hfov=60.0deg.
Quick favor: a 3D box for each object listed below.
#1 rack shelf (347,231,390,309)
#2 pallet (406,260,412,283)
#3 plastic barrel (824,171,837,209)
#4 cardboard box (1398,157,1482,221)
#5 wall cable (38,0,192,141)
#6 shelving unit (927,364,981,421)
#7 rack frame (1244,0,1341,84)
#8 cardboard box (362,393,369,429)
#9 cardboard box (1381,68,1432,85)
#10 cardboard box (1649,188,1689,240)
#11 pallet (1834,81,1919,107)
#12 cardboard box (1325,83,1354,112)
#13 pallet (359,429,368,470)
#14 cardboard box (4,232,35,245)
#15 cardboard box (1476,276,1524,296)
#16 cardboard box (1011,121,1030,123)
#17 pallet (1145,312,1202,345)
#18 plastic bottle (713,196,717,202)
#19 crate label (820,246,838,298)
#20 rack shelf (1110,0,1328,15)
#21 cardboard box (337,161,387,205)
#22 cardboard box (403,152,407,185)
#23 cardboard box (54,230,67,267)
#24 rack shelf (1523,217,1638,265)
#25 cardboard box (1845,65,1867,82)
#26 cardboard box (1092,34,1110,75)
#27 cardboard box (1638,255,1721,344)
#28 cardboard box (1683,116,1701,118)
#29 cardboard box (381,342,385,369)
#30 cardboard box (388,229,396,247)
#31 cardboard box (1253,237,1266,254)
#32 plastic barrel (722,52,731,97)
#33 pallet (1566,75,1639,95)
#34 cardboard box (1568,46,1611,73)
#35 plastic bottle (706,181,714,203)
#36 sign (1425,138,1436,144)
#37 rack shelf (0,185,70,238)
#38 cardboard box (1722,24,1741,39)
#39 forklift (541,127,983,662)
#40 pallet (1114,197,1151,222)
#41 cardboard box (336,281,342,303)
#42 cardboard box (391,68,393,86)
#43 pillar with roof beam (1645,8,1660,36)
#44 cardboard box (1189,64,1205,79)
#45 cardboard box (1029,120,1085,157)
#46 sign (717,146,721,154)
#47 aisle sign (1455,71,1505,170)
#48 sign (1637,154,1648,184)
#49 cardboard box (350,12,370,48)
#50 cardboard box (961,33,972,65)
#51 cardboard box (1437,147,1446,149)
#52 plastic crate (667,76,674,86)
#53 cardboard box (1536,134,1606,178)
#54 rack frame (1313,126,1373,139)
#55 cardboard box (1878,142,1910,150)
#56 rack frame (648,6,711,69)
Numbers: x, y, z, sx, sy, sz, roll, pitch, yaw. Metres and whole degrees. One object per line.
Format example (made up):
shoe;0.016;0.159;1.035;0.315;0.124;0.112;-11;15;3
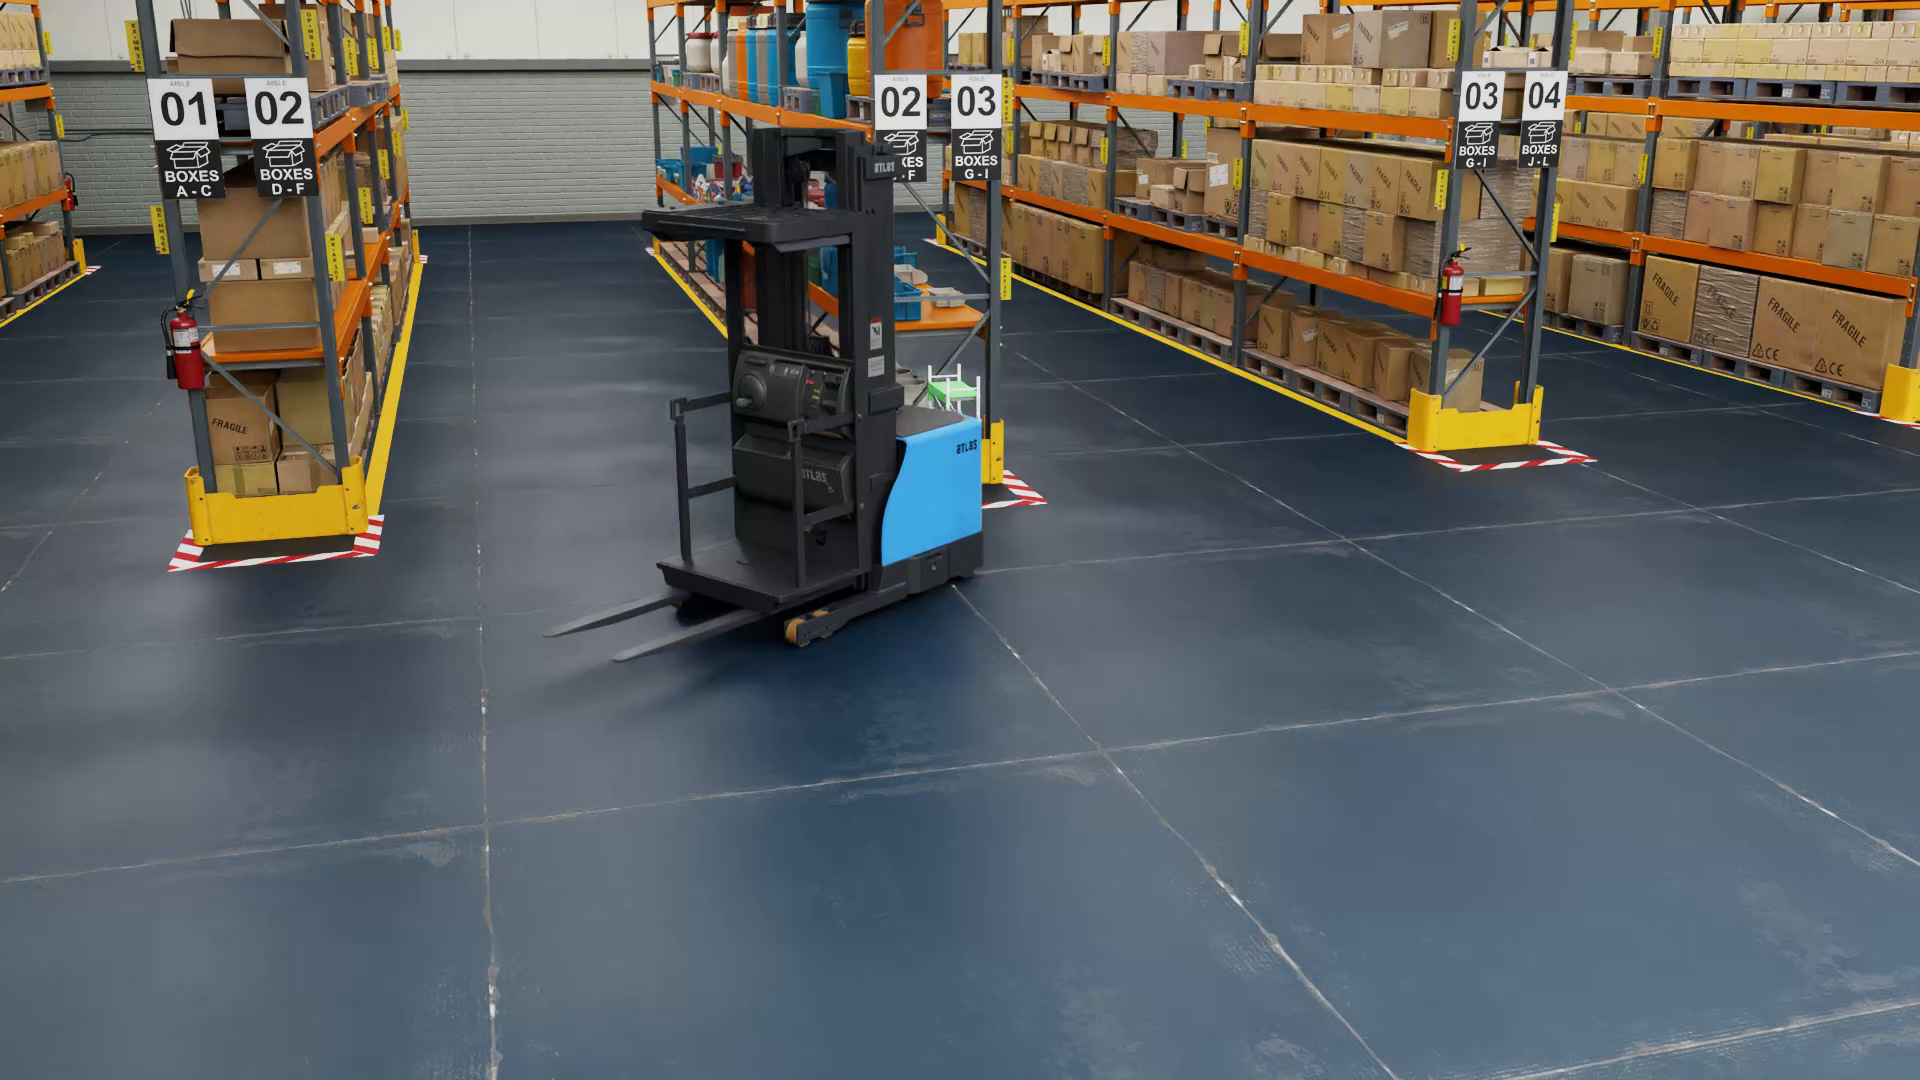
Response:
rack shelf;-6.589;-2.809;17.339;1.077;0.370;4.000;-5;17;-15
pallet;-8.765;-4.006;24.920;1.003;0.211;1.213;-5;17;-15
plastic barrel;-1.091;-3.362;17.058;0.600;0.901;0.708;-5;17;-15
cardboard box;4.197;-3.078;14.555;0.500;0.500;0.500;-5;17;-15
wall cable;-15.310;-8.506;30.023;3.097;2.526;0.112;-5;17;-15
shelving unit;-0.045;-0.620;11.932;0.258;1.200;0.503;-5;17;-15
rack frame;3.487;-6.256;17.135;1.000;3.000;0.127;-5;17;-15
cardboard box;-5.422;-1.097;14.440;0.500;0.250;0.500;-5;17;-15
cardboard box;4.030;-4.178;15.000;0.380;0.149;0.250;-4;17;-15
cardboard box;8.396;-3.717;18.852;0.875;0.550;0.550;-5;17;-15
pallet;9.169;-4.239;15.789;1.003;0.211;1.213;-5;17;-15
cardboard box;3.793;-4.173;15.677;0.500;0.250;0.500;-5;17;-16
pallet;-5.522;-0.703;13.927;1.003;0.211;1.213;-5;17;-15
cardboard box;-13.169;-4.203;23.219;0.380;0.149;0.250;-5;17;-17
cardboard box;4.737;-2.253;14.676;0.380;0.149;0.250;-5;17;-15
cardboard box;1.127;-6.458;26.678;0.500;0.500;0.500;-5;18;-17
pallet;2.932;-2.600;20.241;1.003;0.211;1.213;-5;17;-15
plastic bottle;-3.161;-4.366;21.618;0.097;0.201;0.097;0;17;0
crate label;-0.942;-2.389;14.630;0.502;0.435;0.616;-5;17;-15
rack shelf;2.937;-6.273;19.138;1.077;0.370;4.000;-5;17;-15
cardboard box;-7.488;-4.389;20.446;0.700;0.500;0.500;-1;17;-5
cardboard box;-8.806;-5.722;25.613;0.500;0.500;0.500;-5;17;-15
cardboard box;-13.810;-4.345;24.818;0.700;0.500;0.500;-5;17;-15
rack shelf;7.734;-3.955;21.156;1.077;0.370;4.000;-5;17;-15
cardboard box;8.757;-4.481;15.975;0.380;0.149;0.250;-5;17;-15
cardboard box;2.150;-6.339;21.718;0.797;0.503;0.637;-4;17;-12
cardboard box;8.389;-2.751;18.858;0.875;0.875;0.875;-4;17;-14
cardboard box;11.607;-6.375;26.050;0.500;0.500;0.500;-4;17;-14
cardboard box;-6.196;-1.900;17.113;0.500;0.250;0.500;-5;18;-17
cardboard box;-8.759;-4.347;24.786;0.797;0.503;0.637;-5;17;-15
cardboard box;3.313;-3.109;17.524;0.380;0.149;0.250;-5;17;-15
plastic barrel;-2.584;-5.477;19.564;0.421;0.512;0.421;0;17;0
pallet;7.722;-5.716;20.882;1.003;0.211;1.213;-4;17;-13
cardboard box;7.590;-5.857;20.273;0.500;0.311;0.500;-5;18;-17
plastic bottle;-3.301;-4.603;22.148;0.144;0.351;0.185;-5;17;-15
sign;10.623;-9.220;37.596;0.329;0.494;0.001;-5;17;-15
rack shelf;-13.549;-4.629;23.399;1.077;0.370;4.000;-5;17;-15
cardboard box;8.267;-5.355;17.500;0.380;0.149;0.250;-5;17;-16
forklift;-1.159;-0.933;9.964;1.130;2.935;3.031;13;21;37
pallet;2.686;-4.208;21.081;1.213;0.211;1.003;-5;17;-15
cardboard box;-5.626;-2.241;14.026;0.700;0.500;0.500;-4;17;-14
cardboard box;-8.544;-6.747;24.246;0.500;0.250;0.500;-5;17;-15
pillar with roof beam;10.475;-11.228;33.691;9.100;9.000;0.400;-5;17;-15
cardboard box;2.875;-5.419;19.240;0.380;0.166;0.250;-5;17;-17
cardboard box;1.472;-5.948;24.620;0.797;0.503;0.637;-5;17;-17
sign;-4.049;-6.436;27.881;0.100;0.325;0.005;-5;17;-15
aisle sign;4.314;-3.480;13.805;0.394;0.787;0.004;-5;17;-15
sign;7.764;-4.218;18.904;0.100;0.325;0.005;-5;17;-15
cardboard box;-8.408;-6.908;22.609;0.700;0.500;0.500;-5;17;-15
cardboard box;0.422;-8.130;27.513;0.700;0.500;0.500;-5;18;-17
cardboard box;7.032;-5.577;23.979;0.380;0.149;0.250;-5;18;-18
plastic crate;-4.190;-6.836;24.739;0.293;0.136;0.466;-5;17;-15
cardboard box;7.722;-4.832;20.912;0.700;0.500;0.500;-5;17;-16
rack frame;6.085;-5.959;26.577;1.000;3.000;0.127;-5;17;-15
cardboard box;12.394;-4.947;21.787;0.500;0.500;0.500;-4;17;-13
rack frame;-4.573;-9.183;26.882;1.000;3.000;0.127;-5;17;-15
